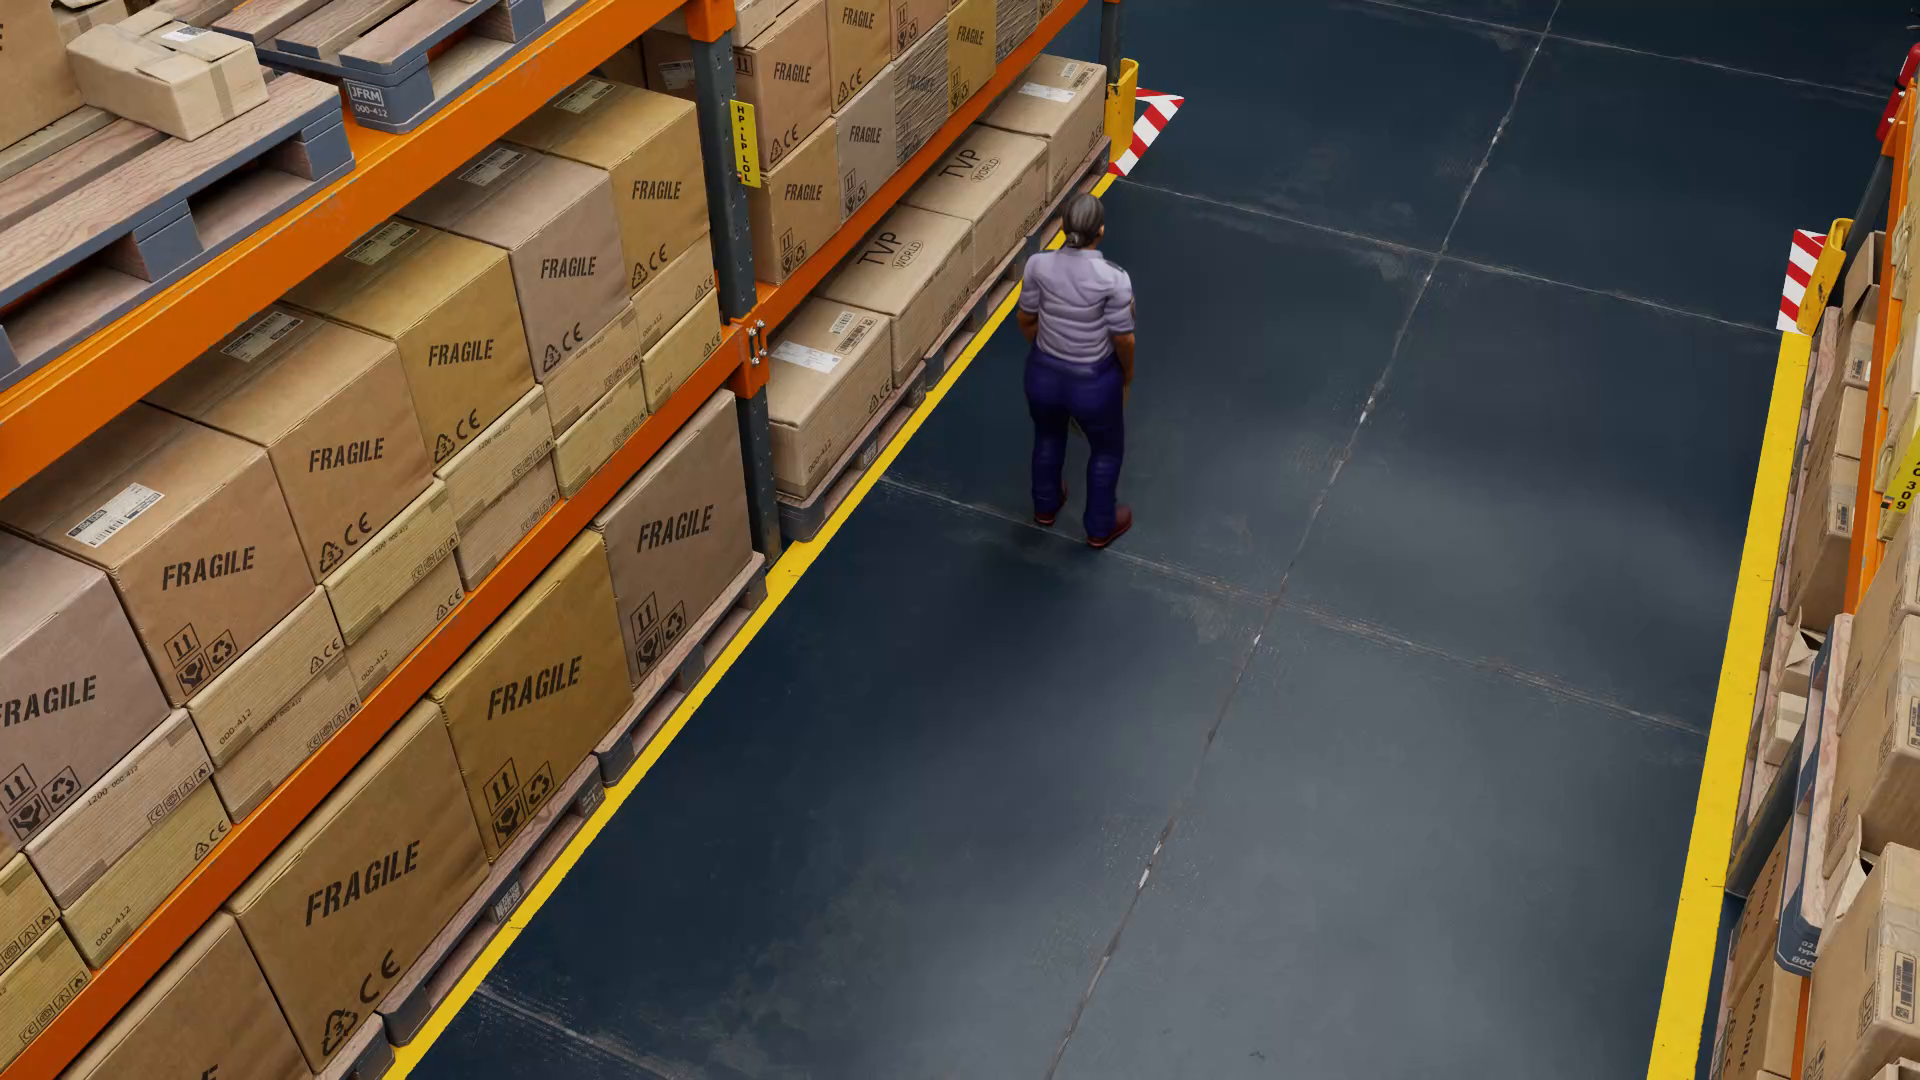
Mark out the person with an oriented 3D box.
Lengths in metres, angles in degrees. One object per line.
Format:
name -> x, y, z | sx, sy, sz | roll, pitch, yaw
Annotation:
person -> 0.497, -0.698, 6.931 | 0.524, 1.655, 0.421 | 16, 45, 17
